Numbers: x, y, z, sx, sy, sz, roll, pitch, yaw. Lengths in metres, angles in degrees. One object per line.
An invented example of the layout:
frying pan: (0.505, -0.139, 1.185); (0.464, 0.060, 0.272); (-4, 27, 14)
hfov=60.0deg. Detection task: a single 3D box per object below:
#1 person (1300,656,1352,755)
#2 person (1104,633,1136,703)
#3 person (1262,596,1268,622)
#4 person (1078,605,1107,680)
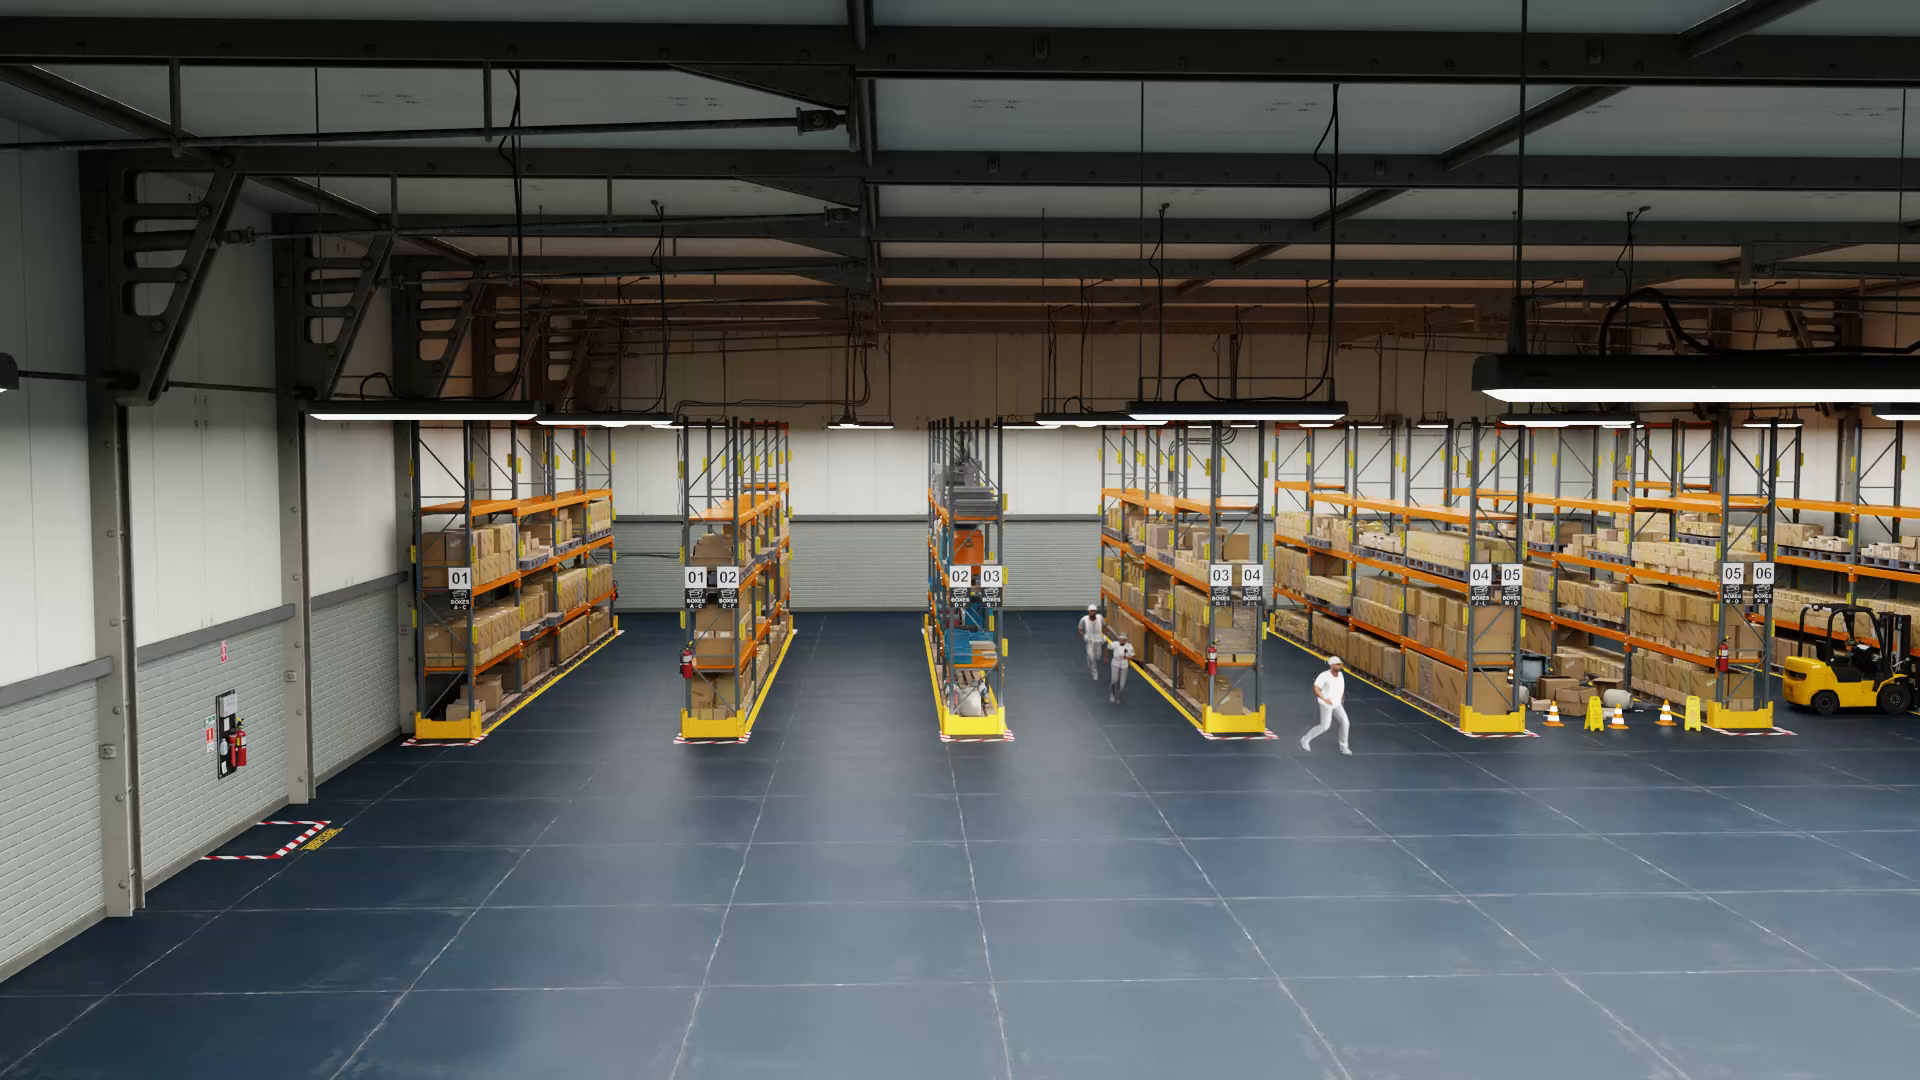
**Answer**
person: (6.569, 2.944, 29.567); (0.915, 1.761, 0.744); (-3, 5, -41)
person: (3.358, 2.693, 34.959); (0.648, 1.567, 0.777); (0, 4, 2)
person: (7.792, 2.039, 43.771); (0.661, 1.682, 0.584); (0, 4, 3)
person: (3.067, 2.360, 38.605); (0.716, 1.737, 0.727); (-1, 4, -11)
